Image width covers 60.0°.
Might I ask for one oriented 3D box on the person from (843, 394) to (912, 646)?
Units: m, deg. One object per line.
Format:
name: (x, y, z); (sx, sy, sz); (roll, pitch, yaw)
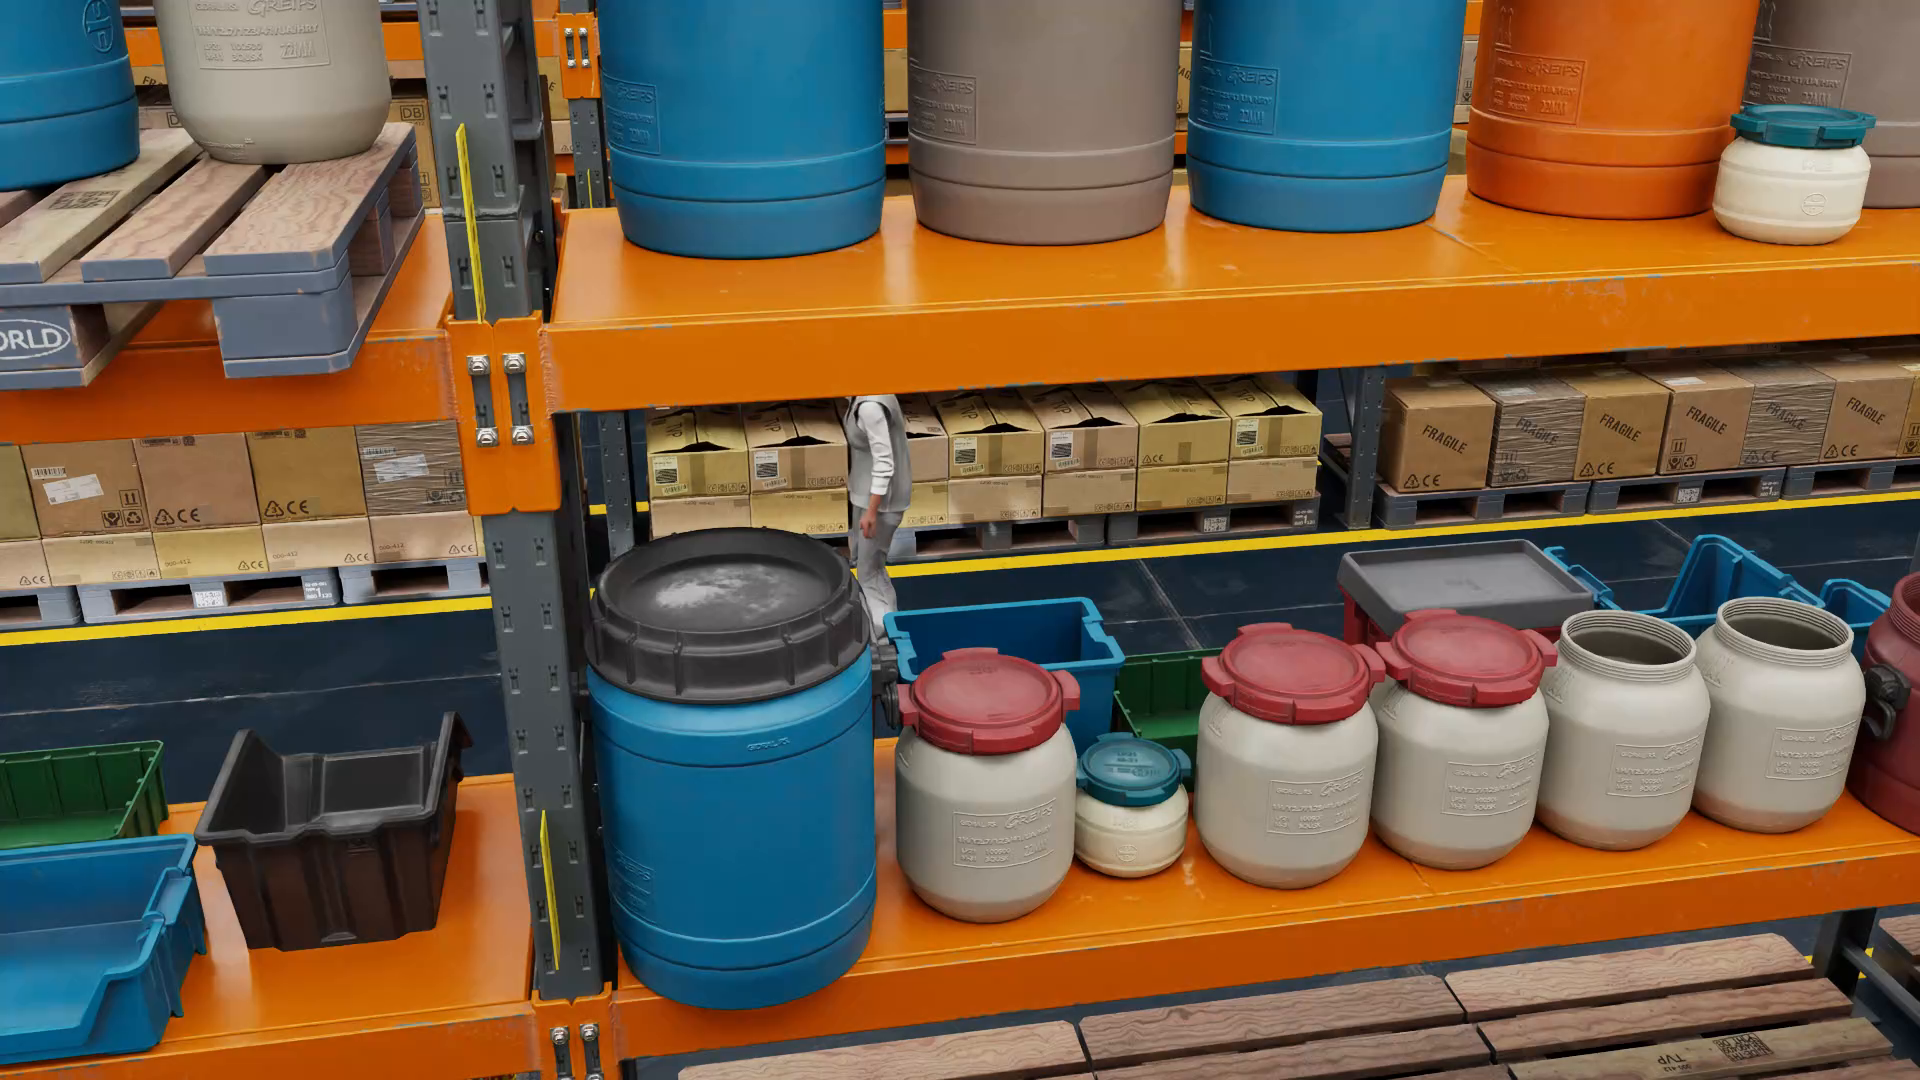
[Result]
person: (-0.395, -0.175, 7.514); (0.344, 1.592, 0.460); (-4, 24, -8)
